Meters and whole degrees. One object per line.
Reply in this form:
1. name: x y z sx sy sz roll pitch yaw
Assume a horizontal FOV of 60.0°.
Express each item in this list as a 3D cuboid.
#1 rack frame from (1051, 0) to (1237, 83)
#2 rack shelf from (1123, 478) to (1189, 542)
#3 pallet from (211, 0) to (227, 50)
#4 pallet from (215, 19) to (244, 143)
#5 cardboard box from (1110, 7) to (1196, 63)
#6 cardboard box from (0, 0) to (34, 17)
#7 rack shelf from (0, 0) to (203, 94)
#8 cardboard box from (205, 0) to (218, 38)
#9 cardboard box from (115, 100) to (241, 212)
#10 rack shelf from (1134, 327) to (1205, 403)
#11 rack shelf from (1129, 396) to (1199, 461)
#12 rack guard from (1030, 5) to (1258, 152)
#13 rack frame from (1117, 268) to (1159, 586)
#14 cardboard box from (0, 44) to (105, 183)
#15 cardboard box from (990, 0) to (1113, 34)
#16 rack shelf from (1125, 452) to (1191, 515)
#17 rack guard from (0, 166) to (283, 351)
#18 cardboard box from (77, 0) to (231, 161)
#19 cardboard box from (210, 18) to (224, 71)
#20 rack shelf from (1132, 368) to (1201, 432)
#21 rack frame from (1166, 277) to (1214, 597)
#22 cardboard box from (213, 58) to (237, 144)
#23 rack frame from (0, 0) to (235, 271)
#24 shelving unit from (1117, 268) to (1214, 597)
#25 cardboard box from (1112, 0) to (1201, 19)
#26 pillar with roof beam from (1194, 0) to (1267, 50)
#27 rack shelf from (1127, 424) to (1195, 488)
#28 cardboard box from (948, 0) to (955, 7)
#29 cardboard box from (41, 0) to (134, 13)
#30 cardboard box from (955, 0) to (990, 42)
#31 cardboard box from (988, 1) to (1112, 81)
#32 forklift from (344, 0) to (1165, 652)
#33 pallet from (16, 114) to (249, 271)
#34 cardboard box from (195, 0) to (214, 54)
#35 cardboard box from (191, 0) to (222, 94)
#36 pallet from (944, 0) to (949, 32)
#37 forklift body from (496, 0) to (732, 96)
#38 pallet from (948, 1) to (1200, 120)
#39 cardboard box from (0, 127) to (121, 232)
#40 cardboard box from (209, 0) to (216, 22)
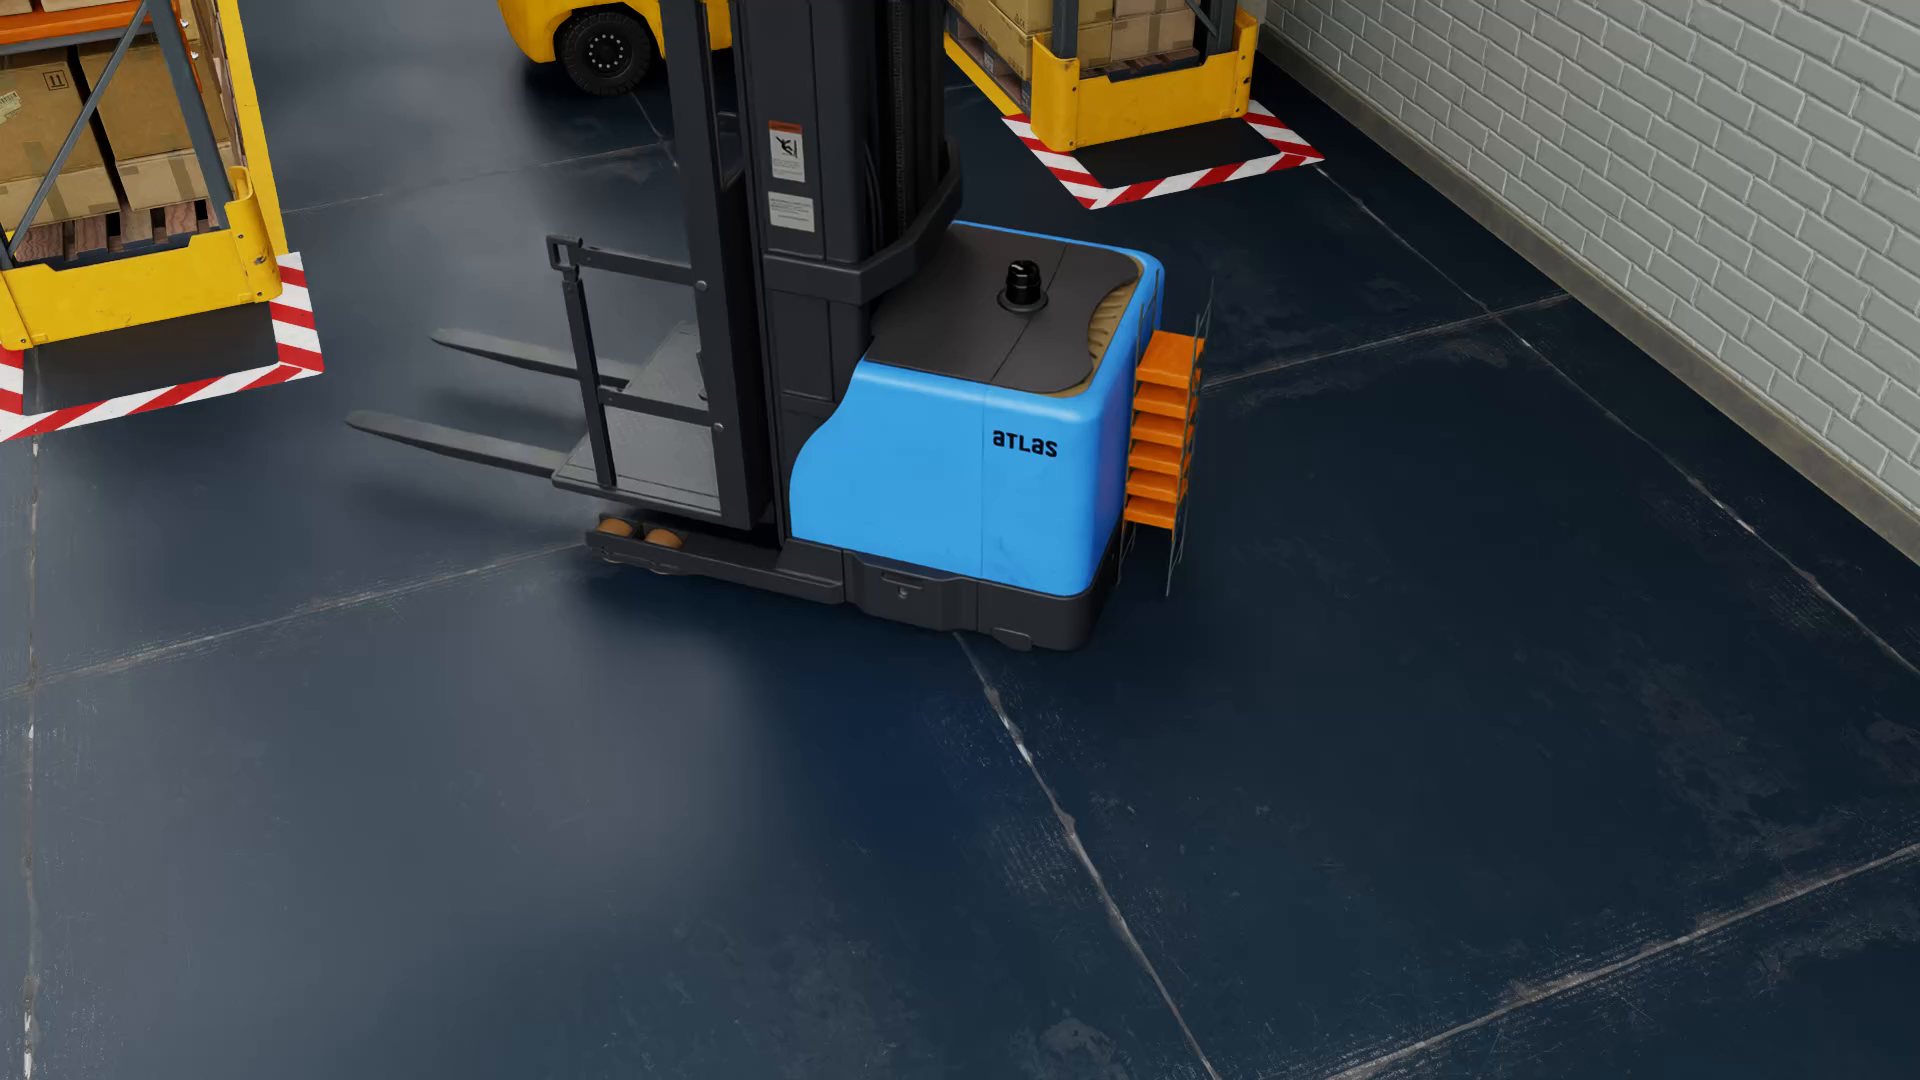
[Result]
1. rack frame: 0.948 -3.389 7.890 1.000 3.000 0.127 -15 43 -17
2. rack shelf: 0.699 -0.128 5.914 0.180 0.103 0.258 12 42 14
3. pallet: -4.878 -3.105 9.698 1.003 0.211 1.213 -15 43 -17
4. pallet: -4.407 -2.368 8.842 1.003 0.211 1.213 -15 43 -17
5. cardboard box: 0.940 -2.850 9.050 0.500 0.250 0.500 -15 43 -17
6. cardboard box: -3.978 -2.225 6.729 0.380 0.149 0.250 -14 43 -15
7. rack shelf: -4.402 -3.080 8.083 1.077 0.370 4.000 -15 43 -17
8. cardboard box: -4.290 -2.759 8.945 0.500 0.250 0.500 -14 43 -16
9. cardboard box: -3.690 -1.820 7.852 0.500 0.250 0.500 -15 43 -17
10. rack shelf: 0.699 -0.583 5.523 0.180 0.103 0.258 12 42 14
11. rack shelf: 0.699 -0.401 5.680 0.180 0.103 0.258 12 42 14
12. rack guard: 0.957 -2.426 8.688 1.175 0.500 0.348 -15 43 -17
13. rack frame: 0.613 -0.362 5.751 0.006 1.200 0.240 12 42 14
14. cardboard box: -4.184 -1.967 7.448 0.500 0.500 0.500 -15 43 -17
15. cardboard box: 0.473 -2.910 8.737 0.500 0.250 0.500 -16 43 -17
16. rack shelf: 0.699 -0.219 5.836 0.180 0.103 0.258 12 42 14
17. rack guard: -3.666 -1.246 7.316 1.175 0.500 0.348 -15 43 -17
18. cardboard box: -3.700 -2.118 7.624 0.500 0.500 0.500 -16 43 -18
19. cardboard box: -4.099 -2.455 8.591 0.500 0.250 0.500 -12 42 -14
20. rack shelf: 0.699 -0.492 5.601 0.180 0.103 0.258 12 42 14
21. rack frame: 0.786 -0.324 5.707 0.006 1.200 0.240 12 42 14
22. cardboard box: -3.878 -2.129 8.212 0.500 0.250 0.500 -14 43 -15
23. rack frame: -3.637 -2.148 6.447 1.000 3.000 0.127 -15 43 -17
24. shelving unit: 0.699 -0.343 5.729 0.189 1.200 0.258 12 42 14
25. cardboard box: 0.960 -3.030 8.876 0.500 0.250 0.500 -14 43 -16
26. pillar with roof beam: -2.463 -5.234 5.434 9.100 9.000 0.400 -15 43 -17
27. rack shelf: 0.699 -0.310 5.758 0.180 0.103 0.258 12 42 14
28. cardboard box: 0.111 -3.315 9.591 0.500 0.250 0.500 -15 43 -16
29. cardboard box: -3.576 -2.309 6.827 0.380 0.149 0.250 -15 43 -17
30. cardboard box: 0.294 -3.011 9.238 0.500 0.250 0.500 -15 43 -17
31. cardboard box: 0.476 -2.709 8.887 0.500 0.250 0.500 -15 43 -17
32. forklift: -0.851 -1.297 5.511 3.031 2.935 1.130 12 42 14
33. pallet: -3.944 -1.635 7.989 1.003 0.211 1.213 -15 43 -17
34. cardboard box: -4.088 -2.736 8.343 0.500 0.500 0.500 -14 43 -16
35. cardboard box: -3.904 -2.432 7.989 0.500 0.500 0.500 -17 43 -18
36. pallet: 0.153 -3.515 10.176 1.003 0.211 1.213 -15 43 -17
37. forklift body: -1.463 -3.754 8.966 2.313 2.155 1.214 -15 43 -17
38. pallet: 0.616 -2.782 9.323 1.003 0.211 1.213 -15 43 -17
39. cardboard box: -4.204 -1.699 7.712 0.500 0.250 0.500 -15 43 -17
40. cardboard box: -4.480 -3.067 9.303 0.500 0.250 0.500 -16 43 -18
